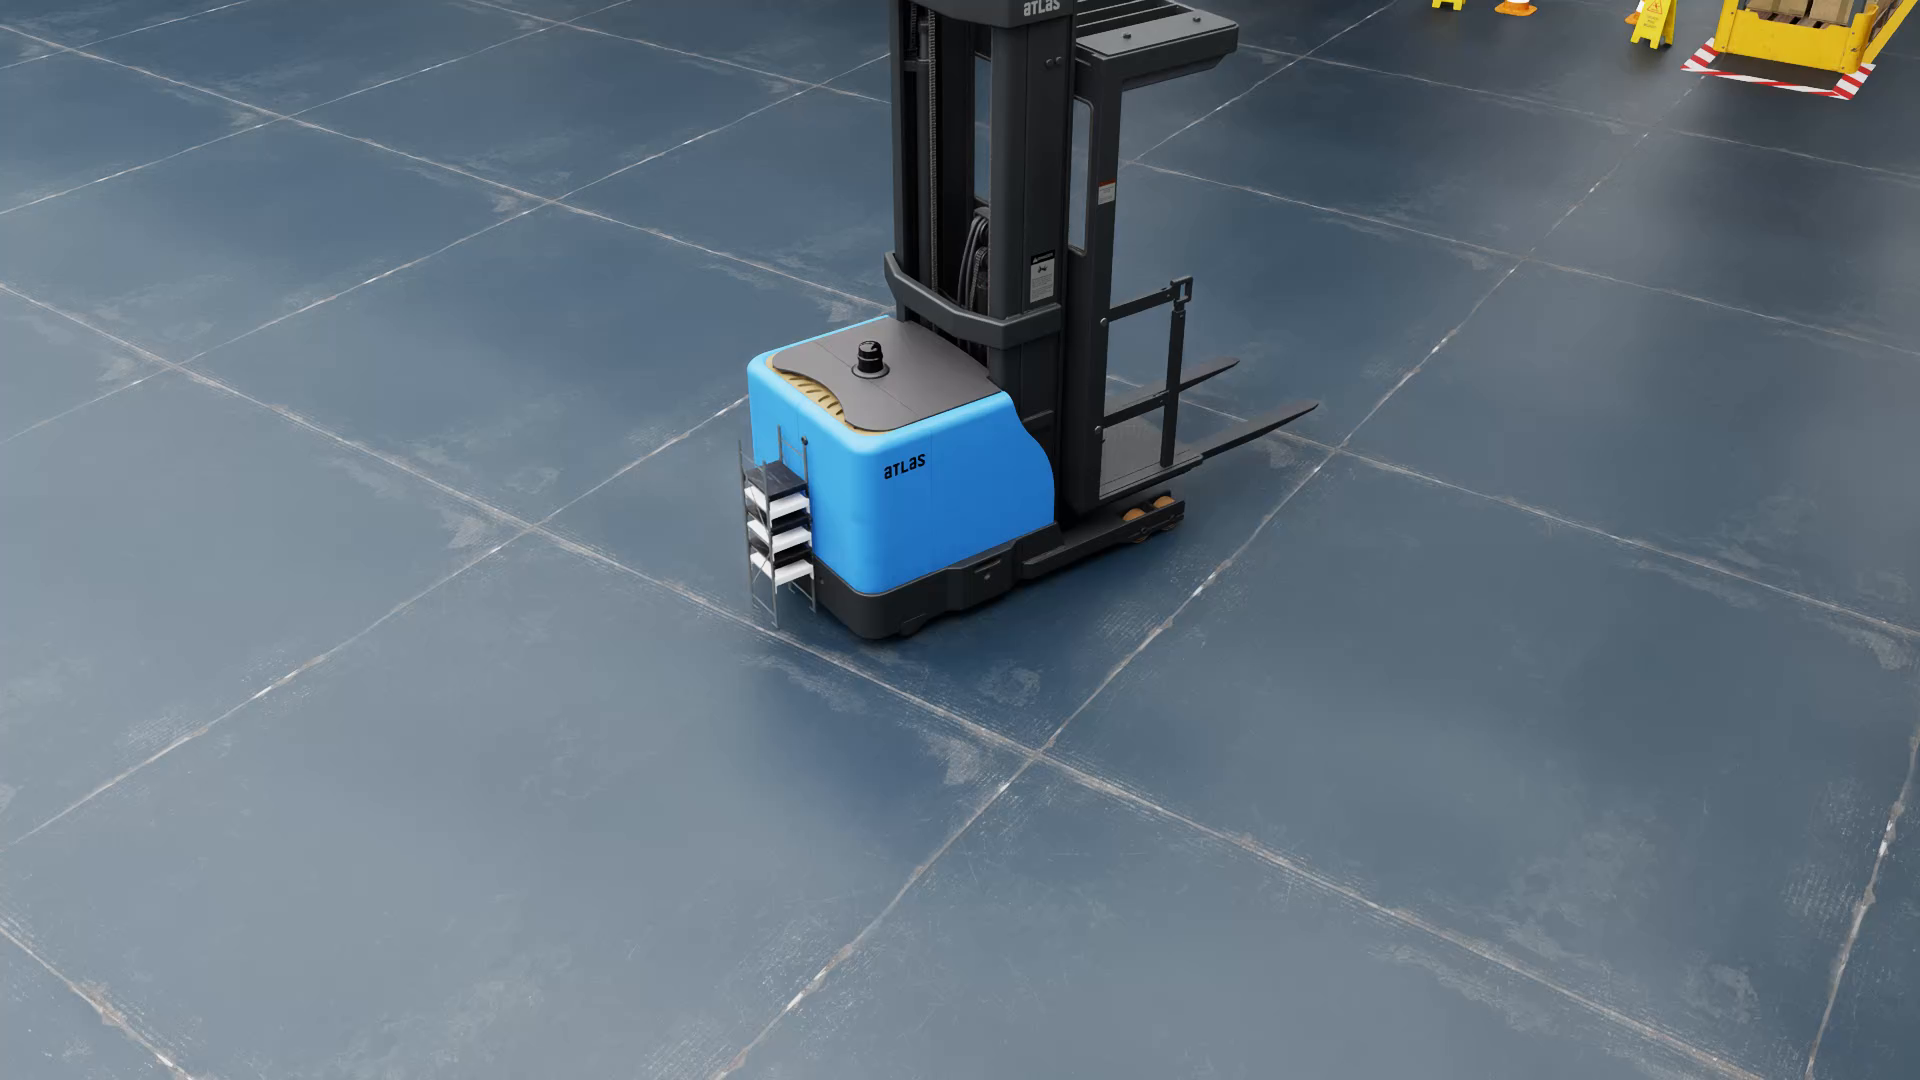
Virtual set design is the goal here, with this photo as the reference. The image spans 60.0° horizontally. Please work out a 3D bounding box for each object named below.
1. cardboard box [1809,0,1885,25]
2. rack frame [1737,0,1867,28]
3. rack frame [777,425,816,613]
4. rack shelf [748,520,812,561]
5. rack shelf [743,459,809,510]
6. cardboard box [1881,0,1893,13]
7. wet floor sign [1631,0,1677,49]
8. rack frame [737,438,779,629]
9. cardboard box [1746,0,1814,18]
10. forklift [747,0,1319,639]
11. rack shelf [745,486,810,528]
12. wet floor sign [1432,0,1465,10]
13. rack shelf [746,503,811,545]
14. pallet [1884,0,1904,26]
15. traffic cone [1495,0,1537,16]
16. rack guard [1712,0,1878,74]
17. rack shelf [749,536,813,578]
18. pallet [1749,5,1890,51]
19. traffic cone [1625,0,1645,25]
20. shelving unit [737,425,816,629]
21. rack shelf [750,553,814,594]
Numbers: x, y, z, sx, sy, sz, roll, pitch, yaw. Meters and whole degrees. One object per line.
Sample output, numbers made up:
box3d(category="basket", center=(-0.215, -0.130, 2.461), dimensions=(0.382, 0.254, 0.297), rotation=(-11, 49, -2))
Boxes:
box3d(category="cardboard box", center=(7.823, -4.726, 14.641), dimensions=(0.500, 0.250, 0.500), rotation=(21, 39, 28))
box3d(category="rack frame", center=(7.136, -5.408, 13.570), dimensions=(1.000, 3.000, 0.127), rotation=(21, 39, 28))
box3d(category="rack frame", center=(-0.742, -0.086, 7.574), dimensions=(0.006, 0.900, 0.240), rotation=(-22, 40, -29))
box3d(category="rack shelf", center=(-0.824, -0.025, 7.544), dimensions=(0.200, 0.077, 0.258), rotation=(-22, 40, -29))
box3d(category="rack shelf", center=(-0.824, -0.249, 7.392), dimensions=(0.200, 0.077, 0.258), rotation=(-22, 40, -29))
box3d(category="cardboard box", center=(8.120, -4.959, 14.985), dimensions=(0.500, 0.250, 0.500), rotation=(23, 40, 30))
box3d(category="wet floor sign", center=(6.148, -4.688, 14.606), dimensions=(0.232, 0.644, 0.267), rotation=(-22, 40, -29))
box3d(category="rack frame", center=(-0.907, -0.020, 7.476), dimensions=(0.006, 0.900, 0.240), rotation=(-22, 40, -29))
box3d(category="cardboard box", center=(7.389, -4.912, 14.916), dimensions=(0.500, 0.250, 0.500), rotation=(21, 39, 28))
box3d(category="forklift", center=(0.508, -1.419, 7.733), dimensions=(3.031, 2.935, 1.130), rotation=(-22, 40, -29))
box3d(category="rack shelf", center=(-0.824, -0.174, 7.443), dimensions=(0.200, 0.077, 0.258), rotation=(-22, 40, -29))
box3d(category="wet floor sign", center=(4.622, -5.322, 15.544), dimensions=(0.267, 0.644, 0.232), rotation=(14, 37, 20))
box3d(category="rack shelf", center=(-0.824, -0.100, 7.493), dimensions=(0.200, 0.077, 0.258), rotation=(-22, 40, -29))
box3d(category="pallet", center=(8.367, -5.210, 15.766), dimensions=(1.003, 0.211, 1.213), rotation=(21, 39, 28))
box3d(category="traffic cone", center=(5.215, -5.166, 15.476), dimensions=(0.336, 0.463, 0.334), rotation=(21, 39, 28))
box3d(category="rack guard", center=(7.179, -4.408, 14.322), dimensions=(1.175, 0.500, 0.348), rotation=(21, 39, 28))
box3d(category="rack shelf", center=(-0.824, 0.049, 7.594), dimensions=(0.200, 0.077, 0.258), rotation=(-22, 40, -29))
box3d(category="pallet", center=(7.671, -4.651, 14.939), dimensions=(1.003, 0.211, 1.213), rotation=(21, 39, 28))
box3d(category="traffic cone", center=(6.321, -4.968, 15.183), dimensions=(0.336, 0.463, 0.334), rotation=(21, 39, 28))
box3d(category="shelving unit", center=(-0.824, -0.053, 7.525), dimensions=(0.210, 0.900, 0.258), rotation=(-22, 40, -29))
box3d(category="rack shelf", center=(-0.824, 0.124, 7.644), dimensions=(0.200, 0.077, 0.258), rotation=(-22, 40, -29))
